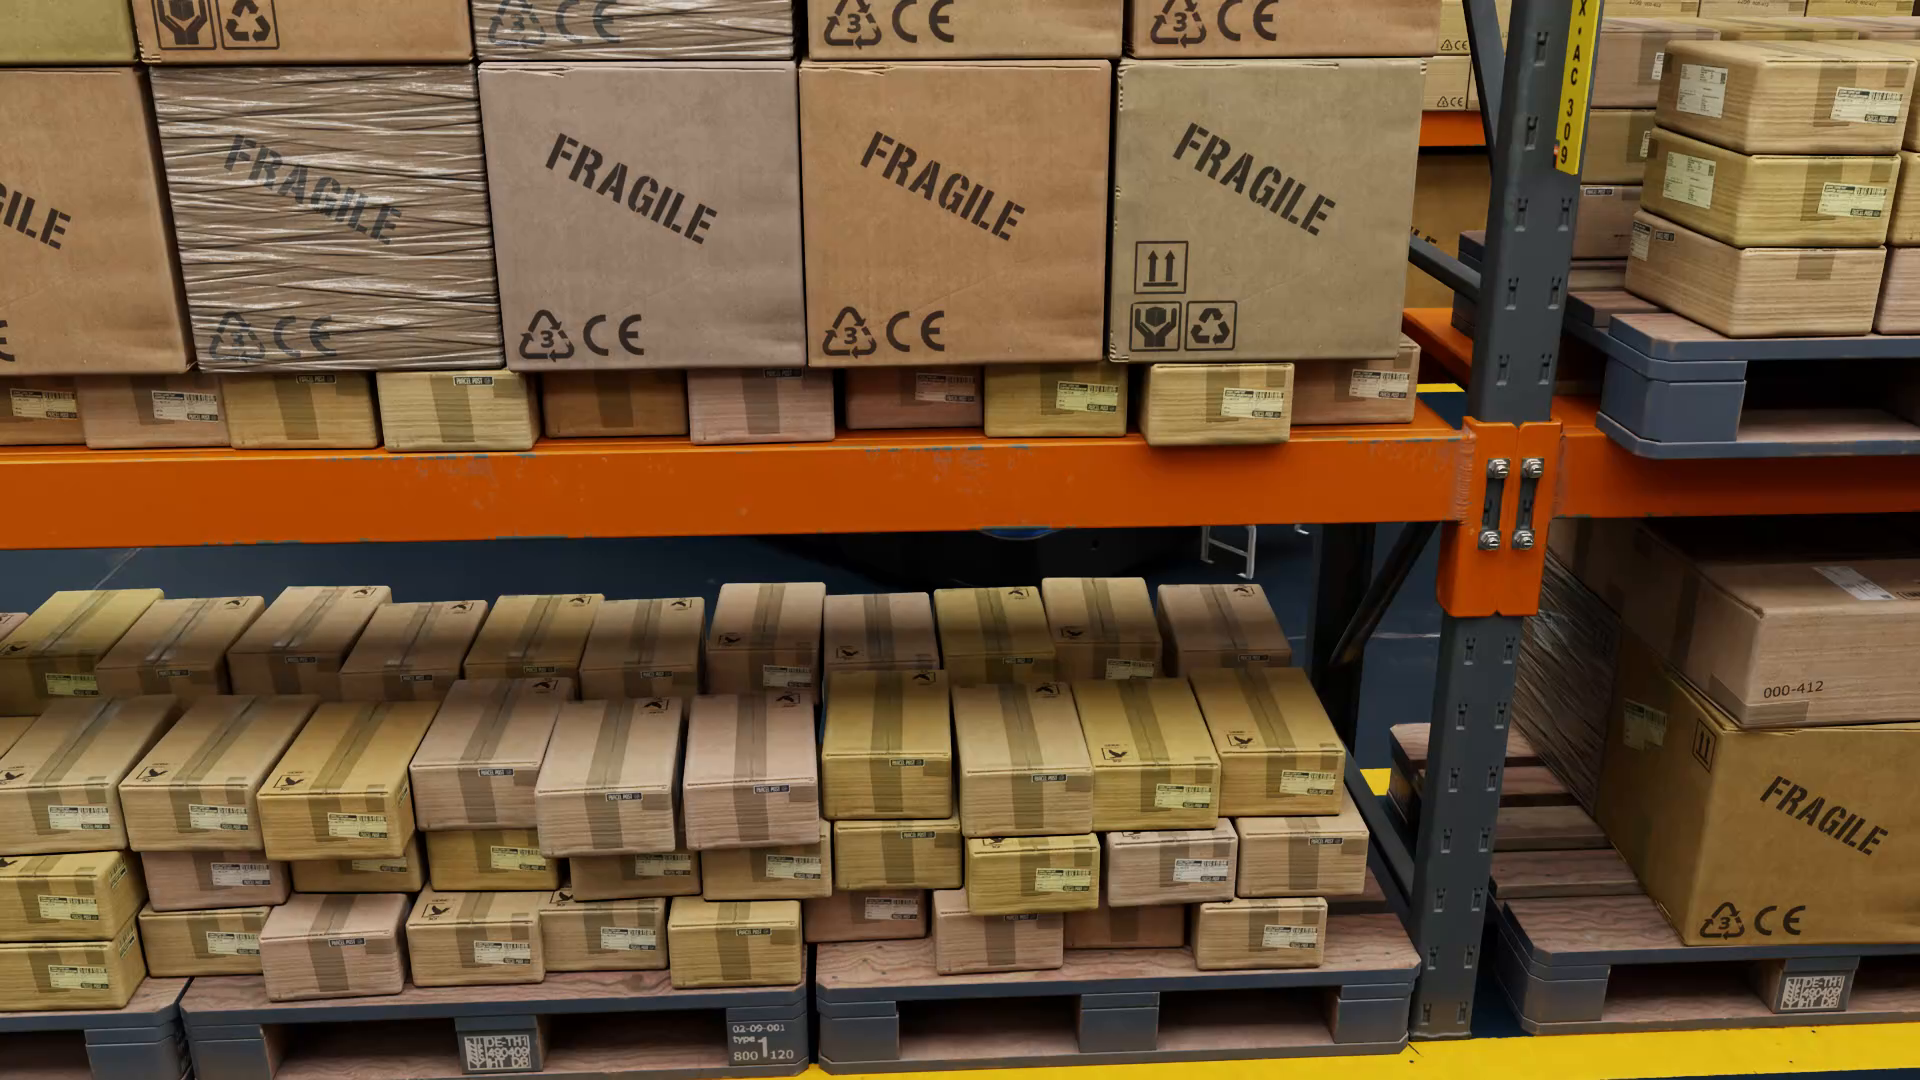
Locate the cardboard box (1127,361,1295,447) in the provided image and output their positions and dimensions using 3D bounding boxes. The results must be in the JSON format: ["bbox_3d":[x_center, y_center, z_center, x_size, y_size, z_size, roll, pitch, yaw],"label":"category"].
[{"bbox_3d":[0.436,-0.300,3.045,0.250,0.149,0.380,-2,21,-4],"label":"cardboard box"}]

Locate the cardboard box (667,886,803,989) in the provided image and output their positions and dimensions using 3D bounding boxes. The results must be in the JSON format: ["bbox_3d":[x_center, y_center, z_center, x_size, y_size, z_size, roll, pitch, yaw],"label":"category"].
[{"bbox_3d":[-0.447,0.736,3.388,0.250,0.149,0.380,-1,21,-3],"label":"cardboard box"}]

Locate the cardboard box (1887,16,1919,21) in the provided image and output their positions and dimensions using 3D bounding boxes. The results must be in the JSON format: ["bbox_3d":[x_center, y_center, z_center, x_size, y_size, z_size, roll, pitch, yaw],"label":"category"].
[{"bbox_3d":[2.137,-1.000,3.458,0.250,0.149,0.380,-1,21,-3],"label":"cardboard box"}]

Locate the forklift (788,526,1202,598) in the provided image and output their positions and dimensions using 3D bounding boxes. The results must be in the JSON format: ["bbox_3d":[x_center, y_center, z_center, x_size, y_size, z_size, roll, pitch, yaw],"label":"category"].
[{"bbox_3d":[-0.541,-1.571,6.129,3.031,2.935,1.130,19,28,40],"label":"forklift"}]

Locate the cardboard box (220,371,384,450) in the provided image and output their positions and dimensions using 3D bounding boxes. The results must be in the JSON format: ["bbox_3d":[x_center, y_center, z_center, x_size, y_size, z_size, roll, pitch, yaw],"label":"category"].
[{"bbox_3d":[-1.138,-0.291,3.023,0.250,0.149,0.380,0,21,-1],"label":"cardboard box"}]

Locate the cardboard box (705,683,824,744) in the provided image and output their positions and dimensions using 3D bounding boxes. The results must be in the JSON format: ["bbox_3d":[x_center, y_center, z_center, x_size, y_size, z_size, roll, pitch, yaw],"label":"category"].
[{"bbox_3d":[-0.456,0.397,3.860,0.250,0.149,0.380,0,21,-1],"label":"cardboard box"}]

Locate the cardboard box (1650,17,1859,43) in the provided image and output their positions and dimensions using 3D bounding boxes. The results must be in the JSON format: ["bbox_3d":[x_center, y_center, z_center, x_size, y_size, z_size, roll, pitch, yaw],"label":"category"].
[{"bbox_3d":[1.617,-0.990,3.432,0.250,0.149,0.380,-2,21,-5],"label":"cardboard box"}]

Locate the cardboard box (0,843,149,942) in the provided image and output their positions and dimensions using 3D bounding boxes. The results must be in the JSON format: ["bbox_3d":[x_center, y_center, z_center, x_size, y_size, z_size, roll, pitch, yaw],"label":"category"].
[{"bbox_3d":[-1.719,0.620,3.274,0.250,0.149,0.380,-1,21,-1],"label":"cardboard box"}]

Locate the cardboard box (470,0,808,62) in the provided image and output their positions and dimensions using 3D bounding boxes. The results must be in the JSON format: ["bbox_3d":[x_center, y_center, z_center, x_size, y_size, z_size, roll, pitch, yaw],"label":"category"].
[{"bbox_3d":[-0.523,-1.080,2.777,0.500,0.500,0.500,-1,21,-2],"label":"cardboard box"}]

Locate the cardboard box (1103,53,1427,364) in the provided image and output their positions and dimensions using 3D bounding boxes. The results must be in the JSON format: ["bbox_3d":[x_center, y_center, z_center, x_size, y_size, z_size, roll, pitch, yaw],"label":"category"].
[{"bbox_3d":[0.492,-0.625,2.989,0.500,0.500,0.500,-1,21,-3],"label":"cardboard box"}]

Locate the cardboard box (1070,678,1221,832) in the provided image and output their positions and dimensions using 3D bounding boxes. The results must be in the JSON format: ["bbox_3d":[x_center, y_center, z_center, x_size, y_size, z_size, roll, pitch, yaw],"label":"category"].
[{"bbox_3d":[0.366,0.427,3.364,0.250,0.149,0.380,-1,21,-2],"label":"cardboard box"}]

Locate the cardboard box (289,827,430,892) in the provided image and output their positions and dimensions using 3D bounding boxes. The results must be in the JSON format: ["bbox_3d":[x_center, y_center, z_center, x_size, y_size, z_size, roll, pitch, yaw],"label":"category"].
[{"bbox_3d":[-1.191,0.561,3.430,0.250,0.149,0.380,0,21,0],"label":"cardboard box"}]

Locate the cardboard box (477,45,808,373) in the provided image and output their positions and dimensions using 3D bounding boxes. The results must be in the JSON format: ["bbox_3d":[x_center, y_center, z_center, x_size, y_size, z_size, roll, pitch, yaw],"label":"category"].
[{"bbox_3d":[-0.523,-0.606,2.937,0.500,0.500,0.500,-1,21,-3],"label":"cardboard box"}]

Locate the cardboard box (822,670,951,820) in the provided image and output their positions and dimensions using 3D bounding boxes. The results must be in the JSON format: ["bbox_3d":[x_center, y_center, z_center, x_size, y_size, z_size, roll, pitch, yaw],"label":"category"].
[{"bbox_3d":[-0.146,0.412,3.403,0.250,0.149,0.380,0,21,-1],"label":"cardboard box"}]

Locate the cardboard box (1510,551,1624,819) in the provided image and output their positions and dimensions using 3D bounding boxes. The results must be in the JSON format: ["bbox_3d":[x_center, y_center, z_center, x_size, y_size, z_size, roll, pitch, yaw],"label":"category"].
[{"bbox_3d":[1.683,0.318,3.994,0.500,0.500,0.500,-2,21,-4],"label":"cardboard box"}]

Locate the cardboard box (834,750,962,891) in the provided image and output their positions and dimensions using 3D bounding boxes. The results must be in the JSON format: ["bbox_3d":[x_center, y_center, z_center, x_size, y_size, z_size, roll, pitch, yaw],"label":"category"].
[{"bbox_3d":[-0.129,0.558,3.437,0.250,0.149,0.380,-1,21,-3],"label":"cardboard box"}]

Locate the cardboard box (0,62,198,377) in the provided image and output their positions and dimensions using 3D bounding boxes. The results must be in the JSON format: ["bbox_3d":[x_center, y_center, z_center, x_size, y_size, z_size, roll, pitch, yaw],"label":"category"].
[{"bbox_3d":[-1.548,-0.591,2.898,0.500,0.500,0.500,-1,21,-2],"label":"cardboard box"}]

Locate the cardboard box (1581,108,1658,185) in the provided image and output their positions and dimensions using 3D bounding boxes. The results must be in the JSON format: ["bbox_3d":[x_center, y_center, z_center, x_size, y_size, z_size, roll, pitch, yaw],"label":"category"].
[{"bbox_3d":[1.345,-0.846,3.472,0.250,0.149,0.380,-1,21,-1],"label":"cardboard box"}]

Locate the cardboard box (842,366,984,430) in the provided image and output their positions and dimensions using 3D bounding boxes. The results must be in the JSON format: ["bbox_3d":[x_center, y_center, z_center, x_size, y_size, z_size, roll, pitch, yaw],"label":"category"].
[{"bbox_3d":[-0.096,-0.334,3.137,0.250,0.149,0.380,-2,21,-5],"label":"cardboard box"}]

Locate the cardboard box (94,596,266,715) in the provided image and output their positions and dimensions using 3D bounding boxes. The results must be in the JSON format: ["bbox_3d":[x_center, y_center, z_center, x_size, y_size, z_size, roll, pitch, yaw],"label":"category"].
[{"bbox_3d":[-1.753,0.271,3.774,0.250,0.149,0.380,-2,21,-5],"label":"cardboard box"}]

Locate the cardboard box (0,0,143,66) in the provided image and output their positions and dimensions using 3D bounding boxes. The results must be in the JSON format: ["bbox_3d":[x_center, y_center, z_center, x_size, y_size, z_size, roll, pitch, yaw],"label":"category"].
[{"bbox_3d":[-1.547,-1.052,2.704,0.500,0.500,0.500,-2,21,-4],"label":"cardboard box"}]

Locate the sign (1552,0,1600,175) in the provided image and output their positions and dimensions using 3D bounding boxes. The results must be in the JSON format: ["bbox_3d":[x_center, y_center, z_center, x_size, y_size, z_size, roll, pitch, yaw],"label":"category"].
[{"bbox_3d":[0.997,-0.762,2.690,0.005,0.325,0.100,-1,21,-3],"label":"sign"}]

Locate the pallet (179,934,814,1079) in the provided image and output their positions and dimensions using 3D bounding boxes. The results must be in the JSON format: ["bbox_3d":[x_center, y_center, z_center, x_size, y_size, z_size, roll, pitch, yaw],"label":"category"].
[{"bbox_3d":[-0.931,0.805,3.709,1.213,0.211,1.003,-1,21,-3],"label":"pallet"}]

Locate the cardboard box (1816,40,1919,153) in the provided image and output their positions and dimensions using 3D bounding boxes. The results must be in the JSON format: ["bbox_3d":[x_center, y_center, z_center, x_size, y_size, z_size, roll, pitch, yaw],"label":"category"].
[{"bbox_3d":[1.656,-0.759,2.826,0.250,0.149,0.380,-1,21,-2],"label":"cardboard box"}]

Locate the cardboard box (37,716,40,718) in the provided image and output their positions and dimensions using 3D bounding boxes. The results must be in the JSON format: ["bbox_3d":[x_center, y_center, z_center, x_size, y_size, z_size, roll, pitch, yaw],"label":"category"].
[{"bbox_3d":[-2.005,0.405,3.840,0.250,0.149,0.380,-2,21,-5],"label":"cardboard box"}]

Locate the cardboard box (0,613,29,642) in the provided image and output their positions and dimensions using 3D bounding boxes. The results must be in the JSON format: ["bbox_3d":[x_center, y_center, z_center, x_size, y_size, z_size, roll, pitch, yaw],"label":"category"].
[{"bbox_3d":[-2.267,0.304,3.687,0.250,0.149,0.380,-1,21,-2],"label":"cardboard box"}]

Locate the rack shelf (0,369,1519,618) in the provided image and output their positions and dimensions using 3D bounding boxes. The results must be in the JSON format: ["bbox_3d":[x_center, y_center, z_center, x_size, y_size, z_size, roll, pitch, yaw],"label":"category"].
[{"bbox_3d":[-1.038,-0.173,3.371,4.000,0.370,1.077,-1,21,-3],"label":"rack shelf"}]

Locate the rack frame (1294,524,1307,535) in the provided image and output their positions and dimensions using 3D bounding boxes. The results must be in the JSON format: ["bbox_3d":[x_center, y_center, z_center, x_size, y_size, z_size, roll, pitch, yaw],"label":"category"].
[{"bbox_3d":[1.325,-0.562,5.910,0.015,1.200,0.240,-15,26,-34],"label":"rack frame"}]

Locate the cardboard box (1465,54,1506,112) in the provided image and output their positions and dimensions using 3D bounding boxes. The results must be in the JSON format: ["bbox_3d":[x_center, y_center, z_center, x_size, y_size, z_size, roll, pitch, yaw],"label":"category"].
[{"bbox_3d":[2.558,-2.174,7.826,0.500,0.250,0.500,-1,21,-4],"label":"cardboard box"}]

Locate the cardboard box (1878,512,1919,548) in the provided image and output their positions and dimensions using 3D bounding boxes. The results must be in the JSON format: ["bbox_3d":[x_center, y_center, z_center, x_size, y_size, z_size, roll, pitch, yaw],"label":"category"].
[{"bbox_3d":[2.243,0.139,3.410,0.500,0.250,0.500,-1,21,-2],"label":"cardboard box"}]

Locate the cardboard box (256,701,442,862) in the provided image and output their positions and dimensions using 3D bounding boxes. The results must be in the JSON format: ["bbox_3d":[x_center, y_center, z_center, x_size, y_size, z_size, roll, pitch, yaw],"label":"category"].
[{"bbox_3d":[-1.179,0.466,3.262,0.250,0.149,0.380,-1,21,-2],"label":"cardboard box"}]

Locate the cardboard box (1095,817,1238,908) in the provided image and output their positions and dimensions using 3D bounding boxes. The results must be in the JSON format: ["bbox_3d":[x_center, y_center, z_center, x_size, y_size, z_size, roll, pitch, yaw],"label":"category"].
[{"bbox_3d":[0.393,0.576,3.390,0.250,0.149,0.380,-2,21,-6],"label":"cardboard box"}]

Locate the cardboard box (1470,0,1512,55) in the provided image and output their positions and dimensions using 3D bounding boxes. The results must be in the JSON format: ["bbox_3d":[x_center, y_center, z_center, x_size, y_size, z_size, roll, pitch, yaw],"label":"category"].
[{"bbox_3d":[2.560,-2.411,7.746,0.500,0.250,0.500,-2,21,-5],"label":"cardboard box"}]

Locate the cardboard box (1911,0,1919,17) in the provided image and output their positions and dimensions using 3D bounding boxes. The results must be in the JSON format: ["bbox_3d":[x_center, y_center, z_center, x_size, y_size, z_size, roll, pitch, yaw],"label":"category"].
[{"bbox_3d":[5.007,-2.877,8.314,0.500,0.500,0.500,-2,21,-5],"label":"cardboard box"}]

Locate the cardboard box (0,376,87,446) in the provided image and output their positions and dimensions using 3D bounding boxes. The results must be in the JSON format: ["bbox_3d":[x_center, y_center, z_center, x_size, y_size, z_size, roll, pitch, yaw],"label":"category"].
[{"bbox_3d":[-1.646,-0.298,3.042,0.250,0.149,0.380,-1,21,-4],"label":"cardboard box"}]

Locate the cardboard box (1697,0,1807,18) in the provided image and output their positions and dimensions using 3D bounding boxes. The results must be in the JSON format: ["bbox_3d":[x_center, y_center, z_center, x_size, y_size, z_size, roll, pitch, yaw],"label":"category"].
[{"bbox_3d":[3.588,-2.439,7.820,0.500,0.250,0.500,-2,21,-4],"label":"cardboard box"}]

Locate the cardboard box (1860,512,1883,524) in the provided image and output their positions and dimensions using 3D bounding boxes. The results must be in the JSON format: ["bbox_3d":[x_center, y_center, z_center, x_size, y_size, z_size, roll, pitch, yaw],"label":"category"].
[{"bbox_3d":[2.202,-0.039,3.877,0.500,0.250,0.500,0,21,0],"label":"cardboard box"}]

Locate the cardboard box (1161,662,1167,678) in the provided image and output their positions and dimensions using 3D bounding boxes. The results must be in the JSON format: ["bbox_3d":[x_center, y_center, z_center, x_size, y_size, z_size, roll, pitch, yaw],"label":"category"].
[{"bbox_3d":[0.578,0.341,4.008,0.250,0.149,0.380,0,21,-1],"label":"cardboard box"}]

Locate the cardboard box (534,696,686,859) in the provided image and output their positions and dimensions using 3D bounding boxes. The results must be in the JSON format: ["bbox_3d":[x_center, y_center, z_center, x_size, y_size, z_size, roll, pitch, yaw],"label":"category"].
[{"bbox_3d":[-0.680,0.460,3.276,0.250,0.149,0.380,-2,21,-5],"label":"cardboard box"}]

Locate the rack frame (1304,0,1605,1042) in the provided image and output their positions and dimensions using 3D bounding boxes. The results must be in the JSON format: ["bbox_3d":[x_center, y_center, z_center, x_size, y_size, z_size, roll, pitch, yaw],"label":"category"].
[{"bbox_3d":[0.959,-0.550,3.349,0.127,3.000,1.000,-1,21,-3],"label":"rack frame"}]

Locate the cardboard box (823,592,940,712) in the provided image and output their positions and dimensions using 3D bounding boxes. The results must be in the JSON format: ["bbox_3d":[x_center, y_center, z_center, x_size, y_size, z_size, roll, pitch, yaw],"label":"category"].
[{"bbox_3d":[-0.184,0.262,3.797,0.250,0.149,0.380,-2,21,-4],"label":"cardboard box"}]

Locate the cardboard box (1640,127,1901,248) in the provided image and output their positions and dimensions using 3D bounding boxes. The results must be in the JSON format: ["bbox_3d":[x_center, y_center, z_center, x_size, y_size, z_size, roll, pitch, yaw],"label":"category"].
[{"bbox_3d":[1.378,-0.612,2.858,0.250,0.149,0.380,-1,21,-2],"label":"cardboard box"}]

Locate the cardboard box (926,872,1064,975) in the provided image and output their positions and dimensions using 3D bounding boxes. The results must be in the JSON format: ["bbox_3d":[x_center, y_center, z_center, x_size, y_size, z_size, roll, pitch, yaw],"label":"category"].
[{"bbox_3d":[0.062,0.719,3.433,0.250,0.149,0.380,-2,21,-5],"label":"cardboard box"}]

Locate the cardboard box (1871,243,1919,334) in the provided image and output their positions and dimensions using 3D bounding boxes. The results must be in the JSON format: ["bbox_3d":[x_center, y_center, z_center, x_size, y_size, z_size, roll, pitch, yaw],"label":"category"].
[{"bbox_3d":[1.655,-0.481,2.932,0.250,0.149,0.380,-1,21,-2],"label":"cardboard box"}]

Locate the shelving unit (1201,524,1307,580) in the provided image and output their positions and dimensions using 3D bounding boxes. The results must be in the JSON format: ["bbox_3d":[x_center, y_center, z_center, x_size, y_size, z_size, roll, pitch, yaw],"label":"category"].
[{"bbox_3d":[1.131,-0.509,5.772,0.503,1.200,0.258,-15,26,-34],"label":"shelving unit"}]

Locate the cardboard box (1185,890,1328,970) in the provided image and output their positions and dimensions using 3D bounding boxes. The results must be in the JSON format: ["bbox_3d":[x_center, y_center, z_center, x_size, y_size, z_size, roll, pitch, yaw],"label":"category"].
[{"bbox_3d":[0.587,0.715,3.443,0.250,0.149,0.380,-1,21,-2],"label":"cardboard box"}]

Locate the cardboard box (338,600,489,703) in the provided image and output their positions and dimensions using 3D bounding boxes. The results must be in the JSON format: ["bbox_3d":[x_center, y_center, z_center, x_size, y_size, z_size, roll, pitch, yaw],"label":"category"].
[{"bbox_3d":[-1.219,0.280,3.751,0.250,0.149,0.380,-2,21,-5],"label":"cardboard box"}]

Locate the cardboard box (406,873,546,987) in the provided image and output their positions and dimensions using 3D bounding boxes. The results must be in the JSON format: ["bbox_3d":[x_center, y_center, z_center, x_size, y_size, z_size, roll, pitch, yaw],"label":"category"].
[{"bbox_3d":[-0.950,0.734,3.393,0.250,0.149,0.380,-1,21,-3],"label":"cardboard box"}]

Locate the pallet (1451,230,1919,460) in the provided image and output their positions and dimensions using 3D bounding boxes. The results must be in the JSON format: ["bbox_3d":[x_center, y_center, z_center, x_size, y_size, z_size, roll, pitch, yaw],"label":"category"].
[{"bbox_3d":[1.730,-0.424,3.289,1.213,0.211,1.003,-1,21,-3],"label":"pallet"}]

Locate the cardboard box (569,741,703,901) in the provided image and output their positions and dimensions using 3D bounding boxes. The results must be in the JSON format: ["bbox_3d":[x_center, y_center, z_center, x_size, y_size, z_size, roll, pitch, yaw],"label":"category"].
[{"bbox_3d":[-0.652,0.569,3.410,0.250,0.149,0.380,-2,21,-6],"label":"cardboard box"}]

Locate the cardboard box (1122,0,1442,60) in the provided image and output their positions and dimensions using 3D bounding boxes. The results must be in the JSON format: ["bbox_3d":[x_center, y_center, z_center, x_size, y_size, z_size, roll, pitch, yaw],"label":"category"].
[{"bbox_3d":[0.505,-1.097,2.823,0.500,0.500,0.500,-2,21,-5],"label":"cardboard box"}]

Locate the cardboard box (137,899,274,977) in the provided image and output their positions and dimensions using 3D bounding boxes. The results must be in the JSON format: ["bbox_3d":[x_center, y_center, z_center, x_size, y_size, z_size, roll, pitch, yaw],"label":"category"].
[{"bbox_3d":[-1.479,0.723,3.422,0.250,0.149,0.380,-1,21,-3],"label":"cardboard box"}]

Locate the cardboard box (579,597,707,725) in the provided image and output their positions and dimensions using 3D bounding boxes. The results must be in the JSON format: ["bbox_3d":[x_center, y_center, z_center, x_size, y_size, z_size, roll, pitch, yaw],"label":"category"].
[{"bbox_3d":[-0.710,0.273,3.768,0.250,0.149,0.380,-2,21,-5],"label":"cardboard box"}]

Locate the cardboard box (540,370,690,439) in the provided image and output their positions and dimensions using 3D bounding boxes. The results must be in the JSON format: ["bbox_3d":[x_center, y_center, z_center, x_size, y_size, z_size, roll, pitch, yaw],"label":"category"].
[{"bbox_3d":[-0.620,-0.317,3.090,0.250,0.149,0.380,-1,21,-4],"label":"cardboard box"}]

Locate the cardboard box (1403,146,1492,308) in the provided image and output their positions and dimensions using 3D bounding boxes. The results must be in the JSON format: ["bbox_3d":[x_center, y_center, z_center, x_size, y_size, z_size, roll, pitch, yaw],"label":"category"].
[{"bbox_3d":[2.091,-1.572,8.429,0.875,0.875,0.875,-1,21,-1],"label":"cardboard box"}]

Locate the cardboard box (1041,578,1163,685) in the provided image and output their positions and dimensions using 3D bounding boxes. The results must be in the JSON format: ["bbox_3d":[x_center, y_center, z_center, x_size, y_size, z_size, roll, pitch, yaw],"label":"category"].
[{"bbox_3d":[0.325,0.226,3.892,0.250,0.149,0.380,0,21,0],"label":"cardboard box"}]

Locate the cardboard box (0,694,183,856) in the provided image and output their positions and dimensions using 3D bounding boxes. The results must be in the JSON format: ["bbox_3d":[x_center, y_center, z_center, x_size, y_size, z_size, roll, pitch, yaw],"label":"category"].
[{"bbox_3d":[-1.722,0.457,3.285,0.250,0.149,0.380,-2,21,-6],"label":"cardboard box"}]
